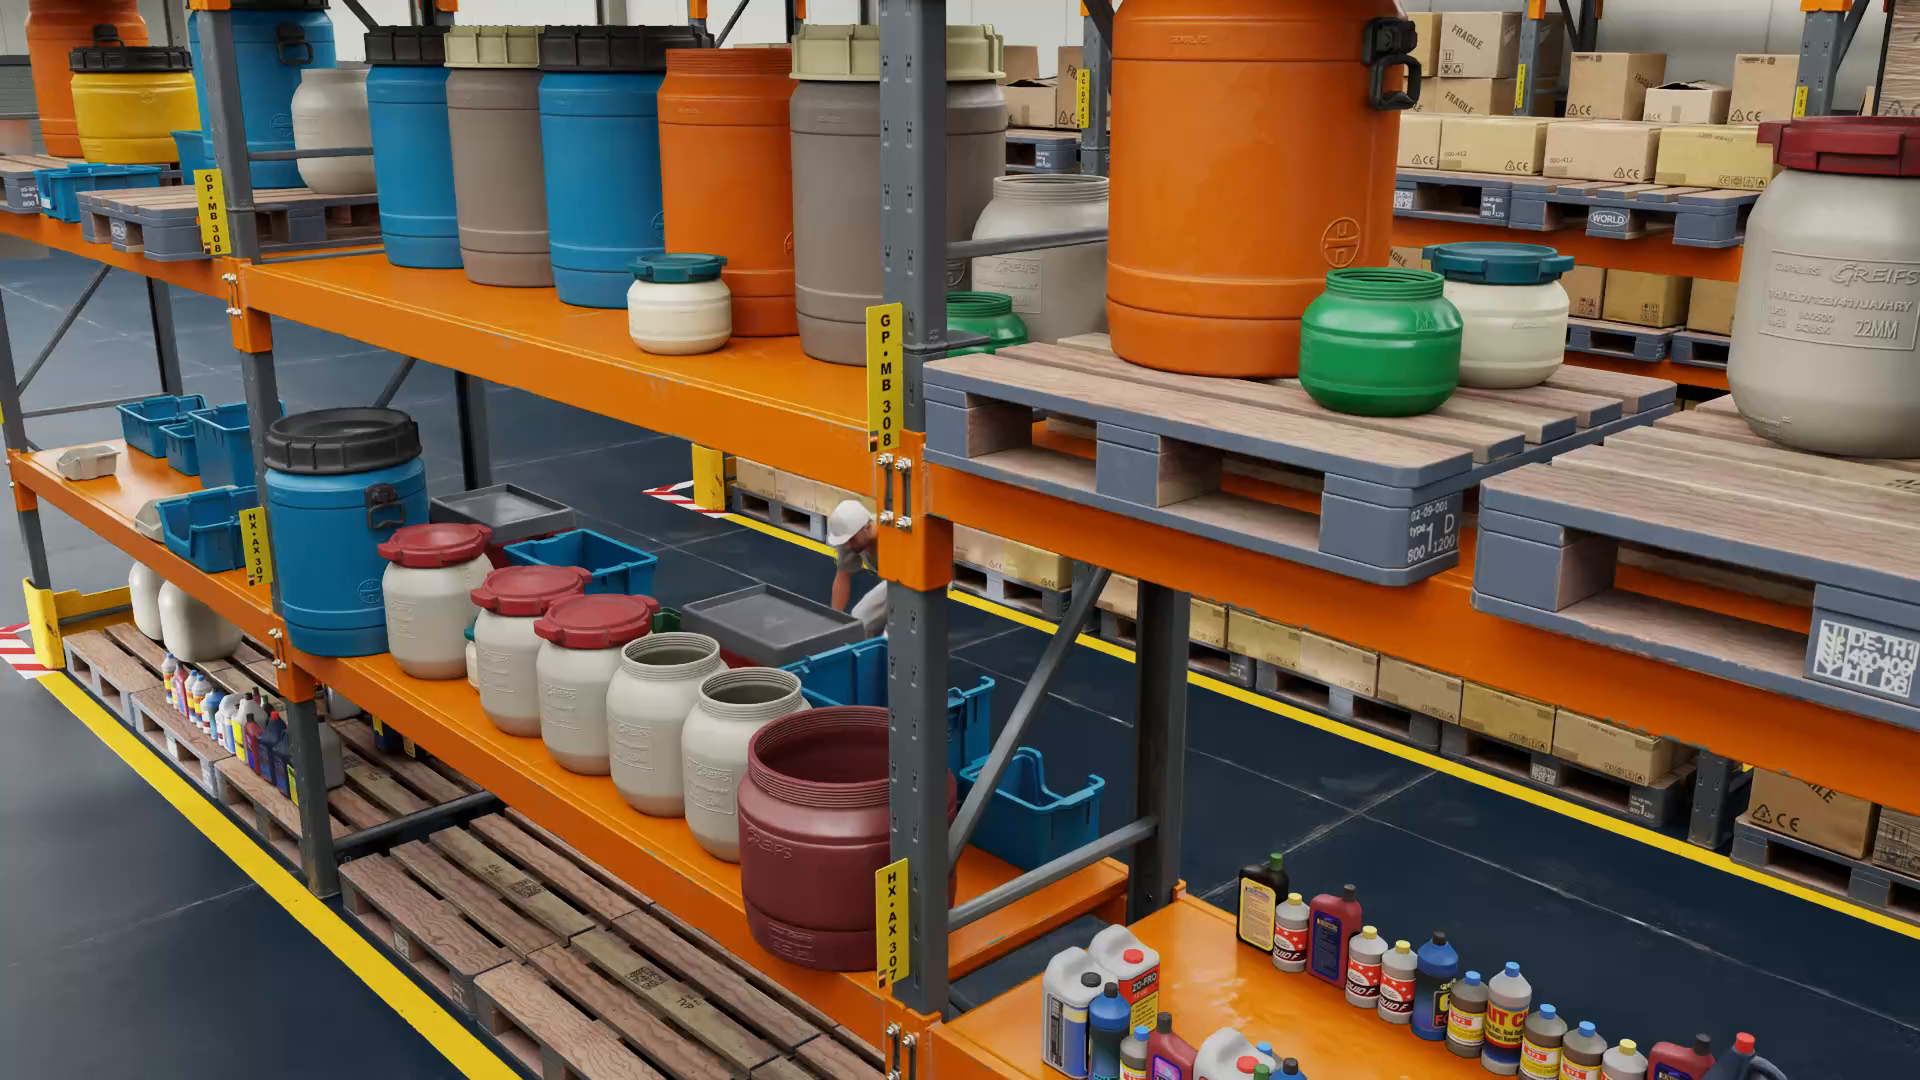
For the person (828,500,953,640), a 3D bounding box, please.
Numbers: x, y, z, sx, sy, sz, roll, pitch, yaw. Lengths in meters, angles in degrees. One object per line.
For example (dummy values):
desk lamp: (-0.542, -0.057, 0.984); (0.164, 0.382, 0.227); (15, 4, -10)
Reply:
person: (-0.389, 0.354, 9.198); (0.816, 1.295, 0.584); (-16, 23, -41)
